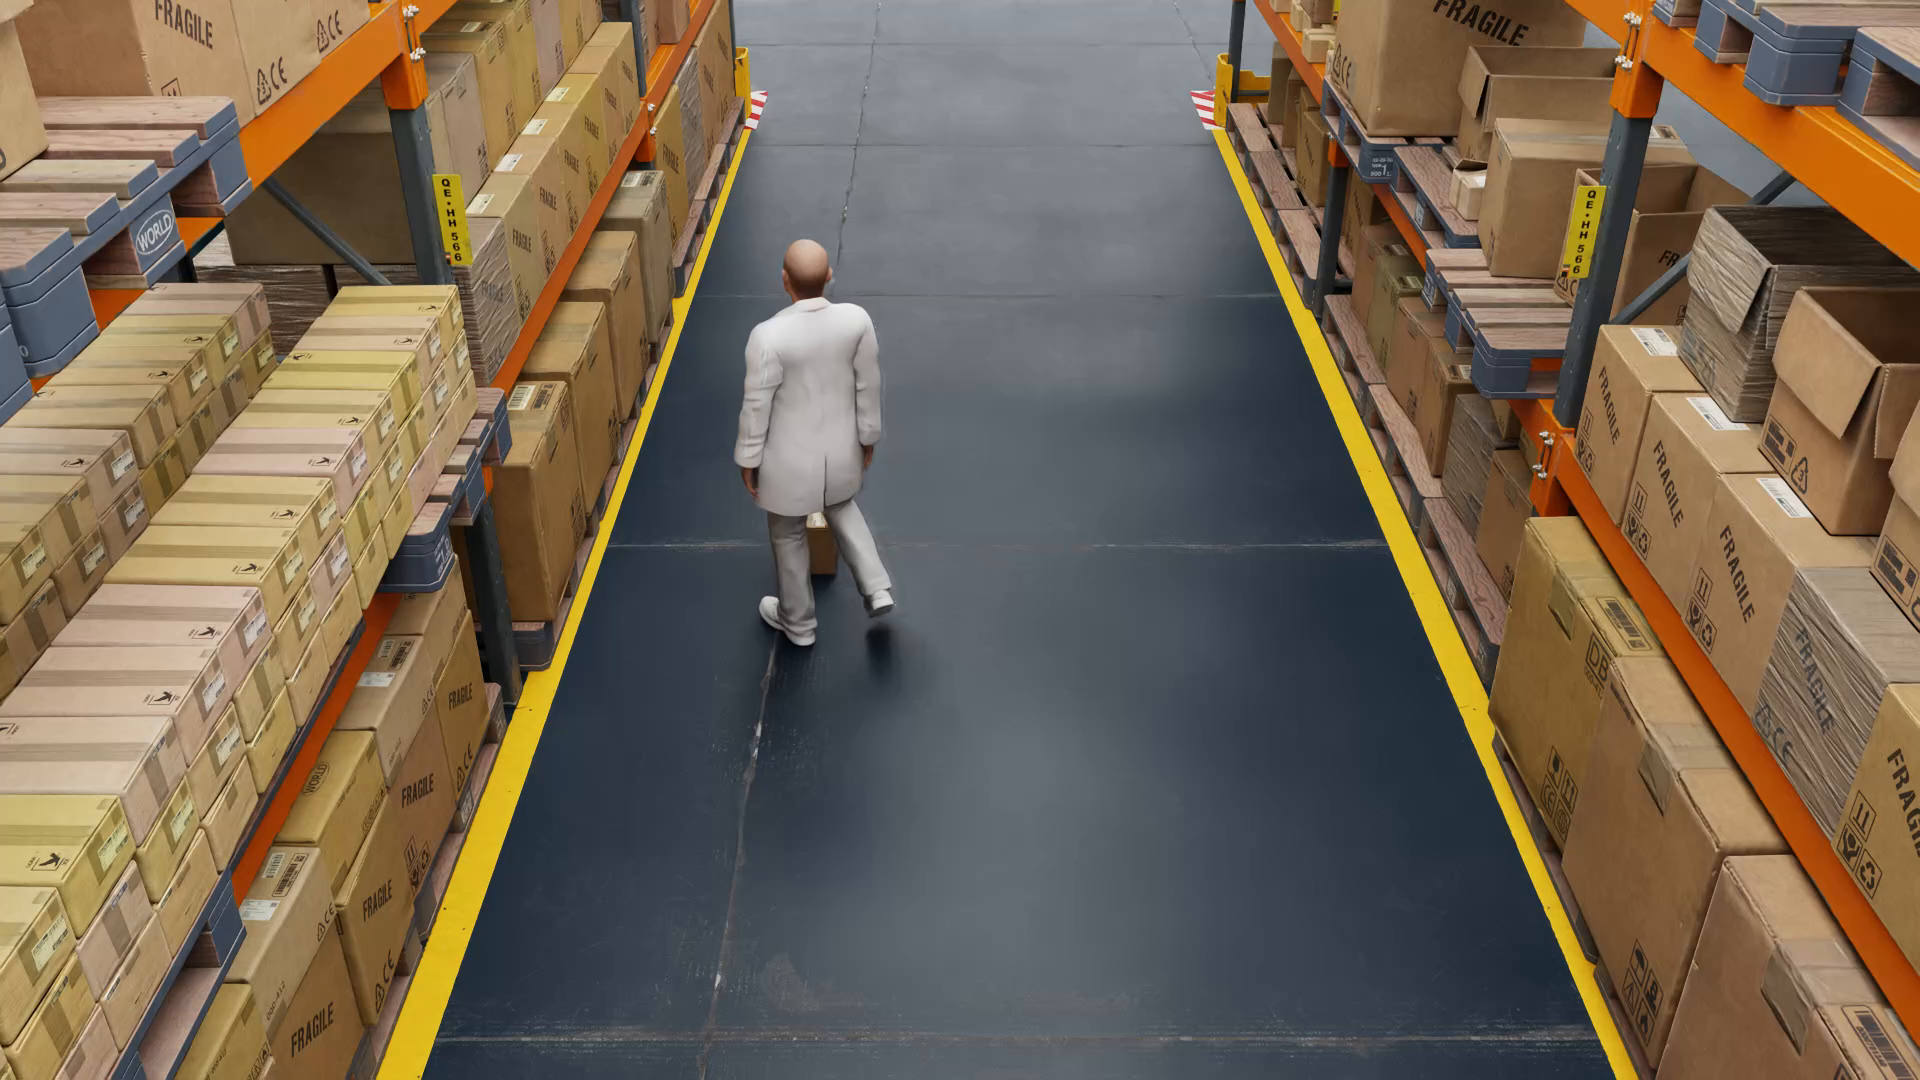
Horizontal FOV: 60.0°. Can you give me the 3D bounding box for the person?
[{"bbox_3d":[-0.614,-0.363,6.731,0.630,1.777,0.569,-16,34,-24],"label":"person"}]
